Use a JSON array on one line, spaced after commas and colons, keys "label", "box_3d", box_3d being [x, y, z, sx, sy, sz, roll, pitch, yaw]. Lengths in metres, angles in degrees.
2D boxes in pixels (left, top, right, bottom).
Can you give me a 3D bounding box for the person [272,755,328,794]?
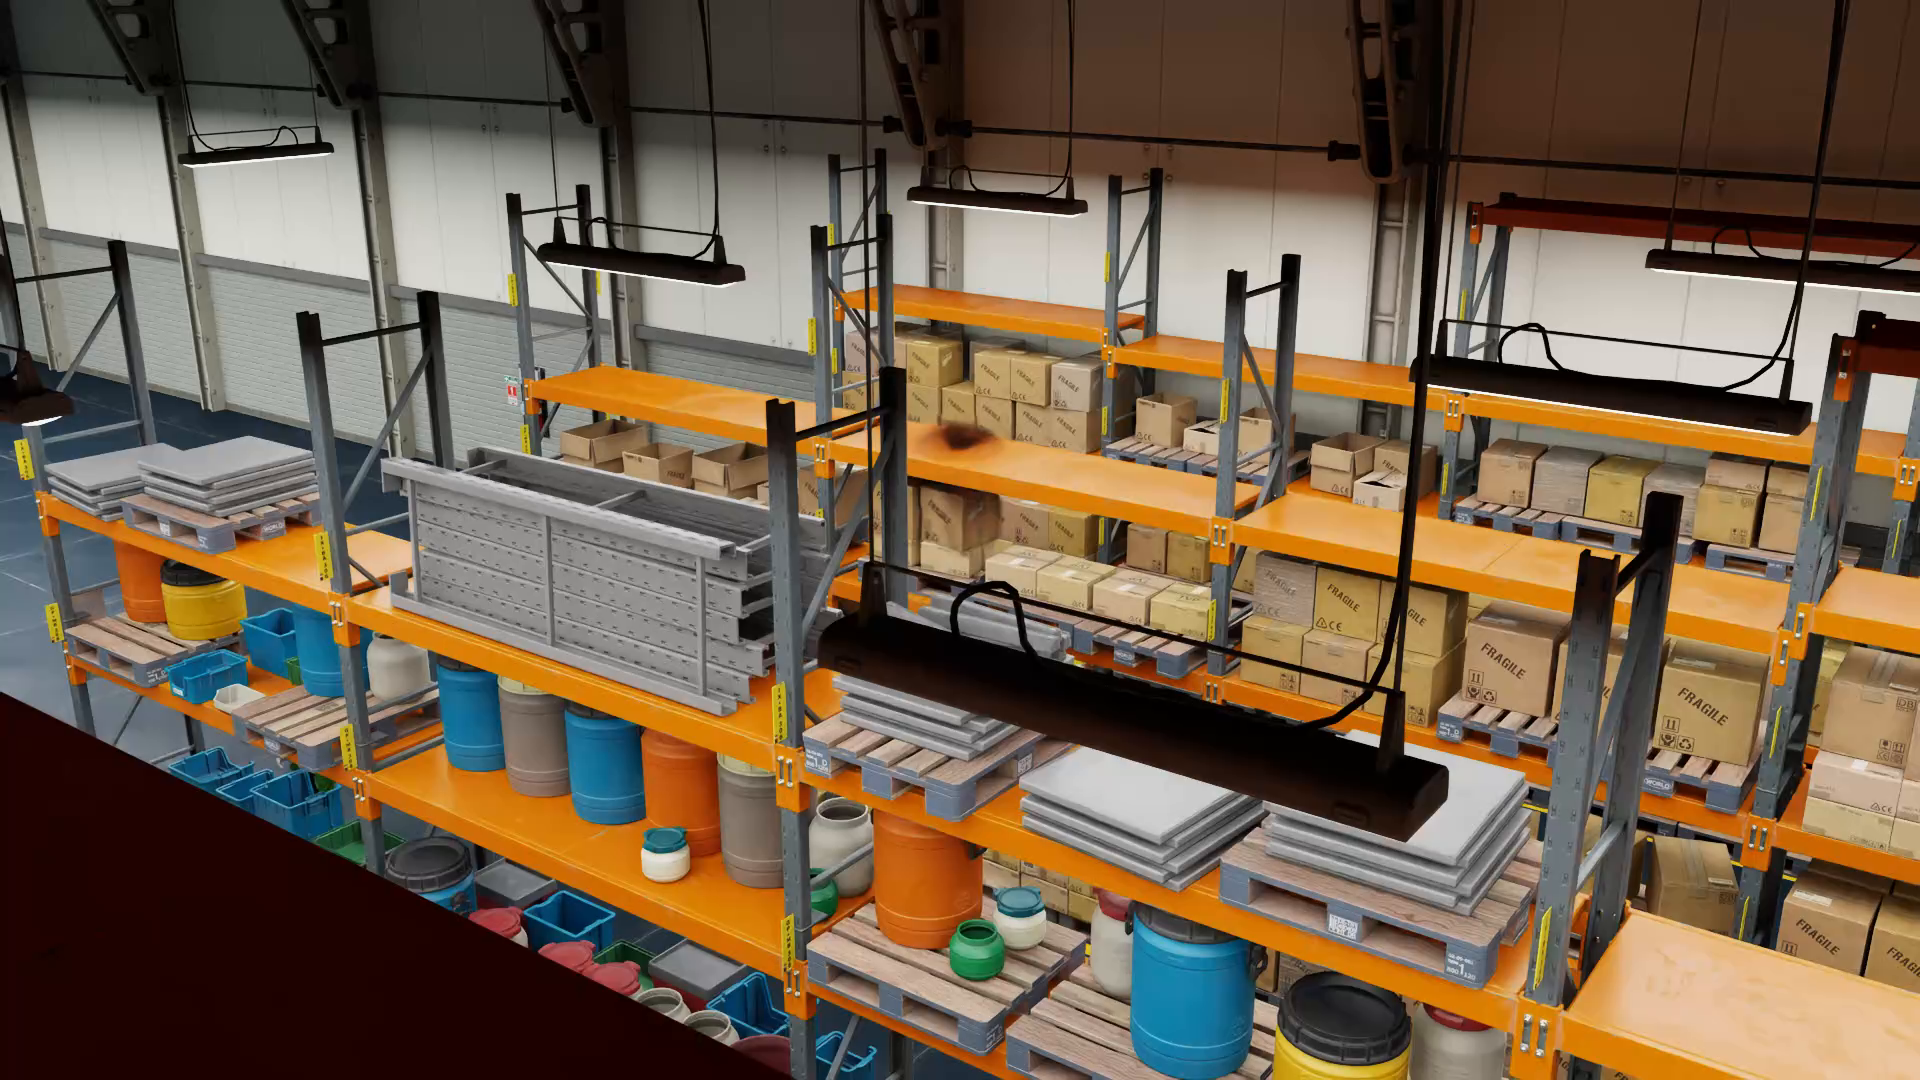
[{"label": "person", "box_3d": [-6.403, 2.060, 16.176, 0.596, 1.789, 0.341, 4, 19, 11]}]
